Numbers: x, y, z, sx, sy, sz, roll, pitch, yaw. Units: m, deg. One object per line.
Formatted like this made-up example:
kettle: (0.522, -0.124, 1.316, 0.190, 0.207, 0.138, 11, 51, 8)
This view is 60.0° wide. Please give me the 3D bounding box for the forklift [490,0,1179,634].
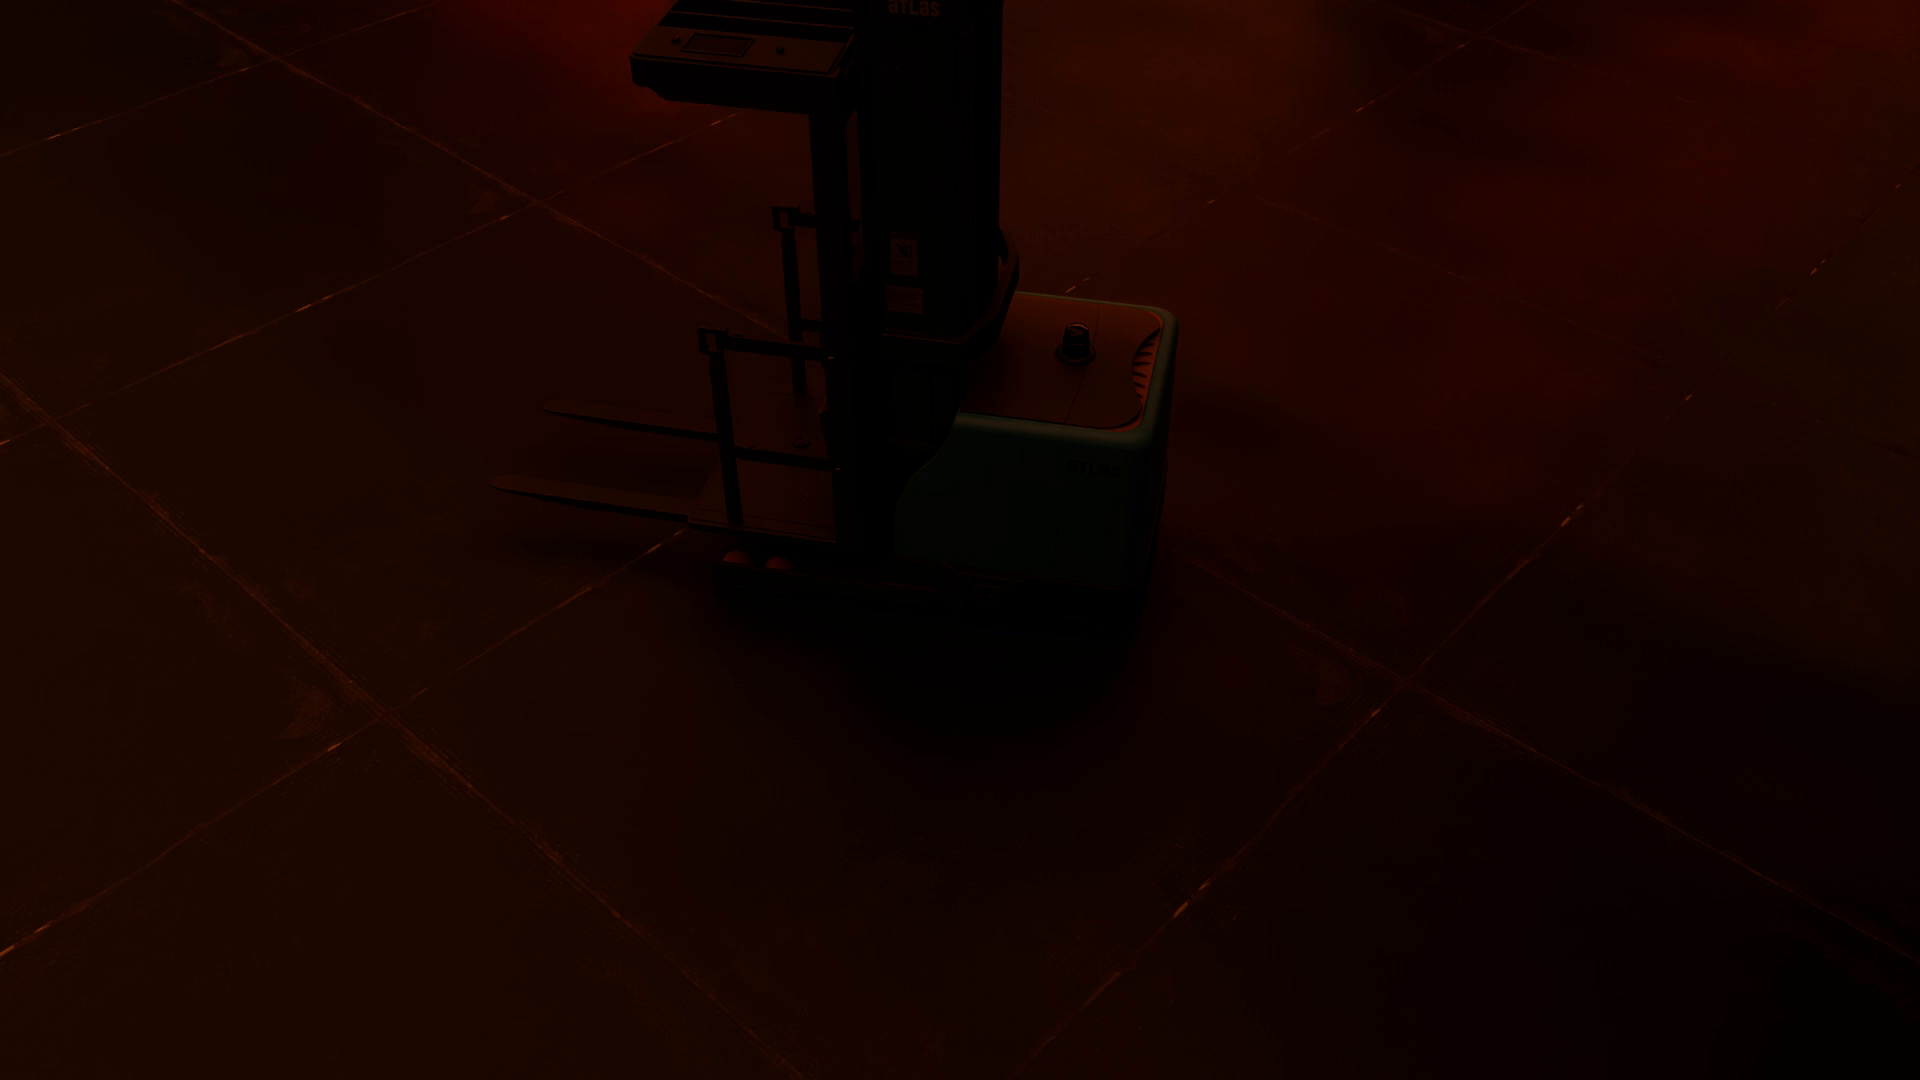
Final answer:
forklift: (-0.612, -1.199, 6.826, 3.031, 2.935, 1.130, 8, 41, 9)
